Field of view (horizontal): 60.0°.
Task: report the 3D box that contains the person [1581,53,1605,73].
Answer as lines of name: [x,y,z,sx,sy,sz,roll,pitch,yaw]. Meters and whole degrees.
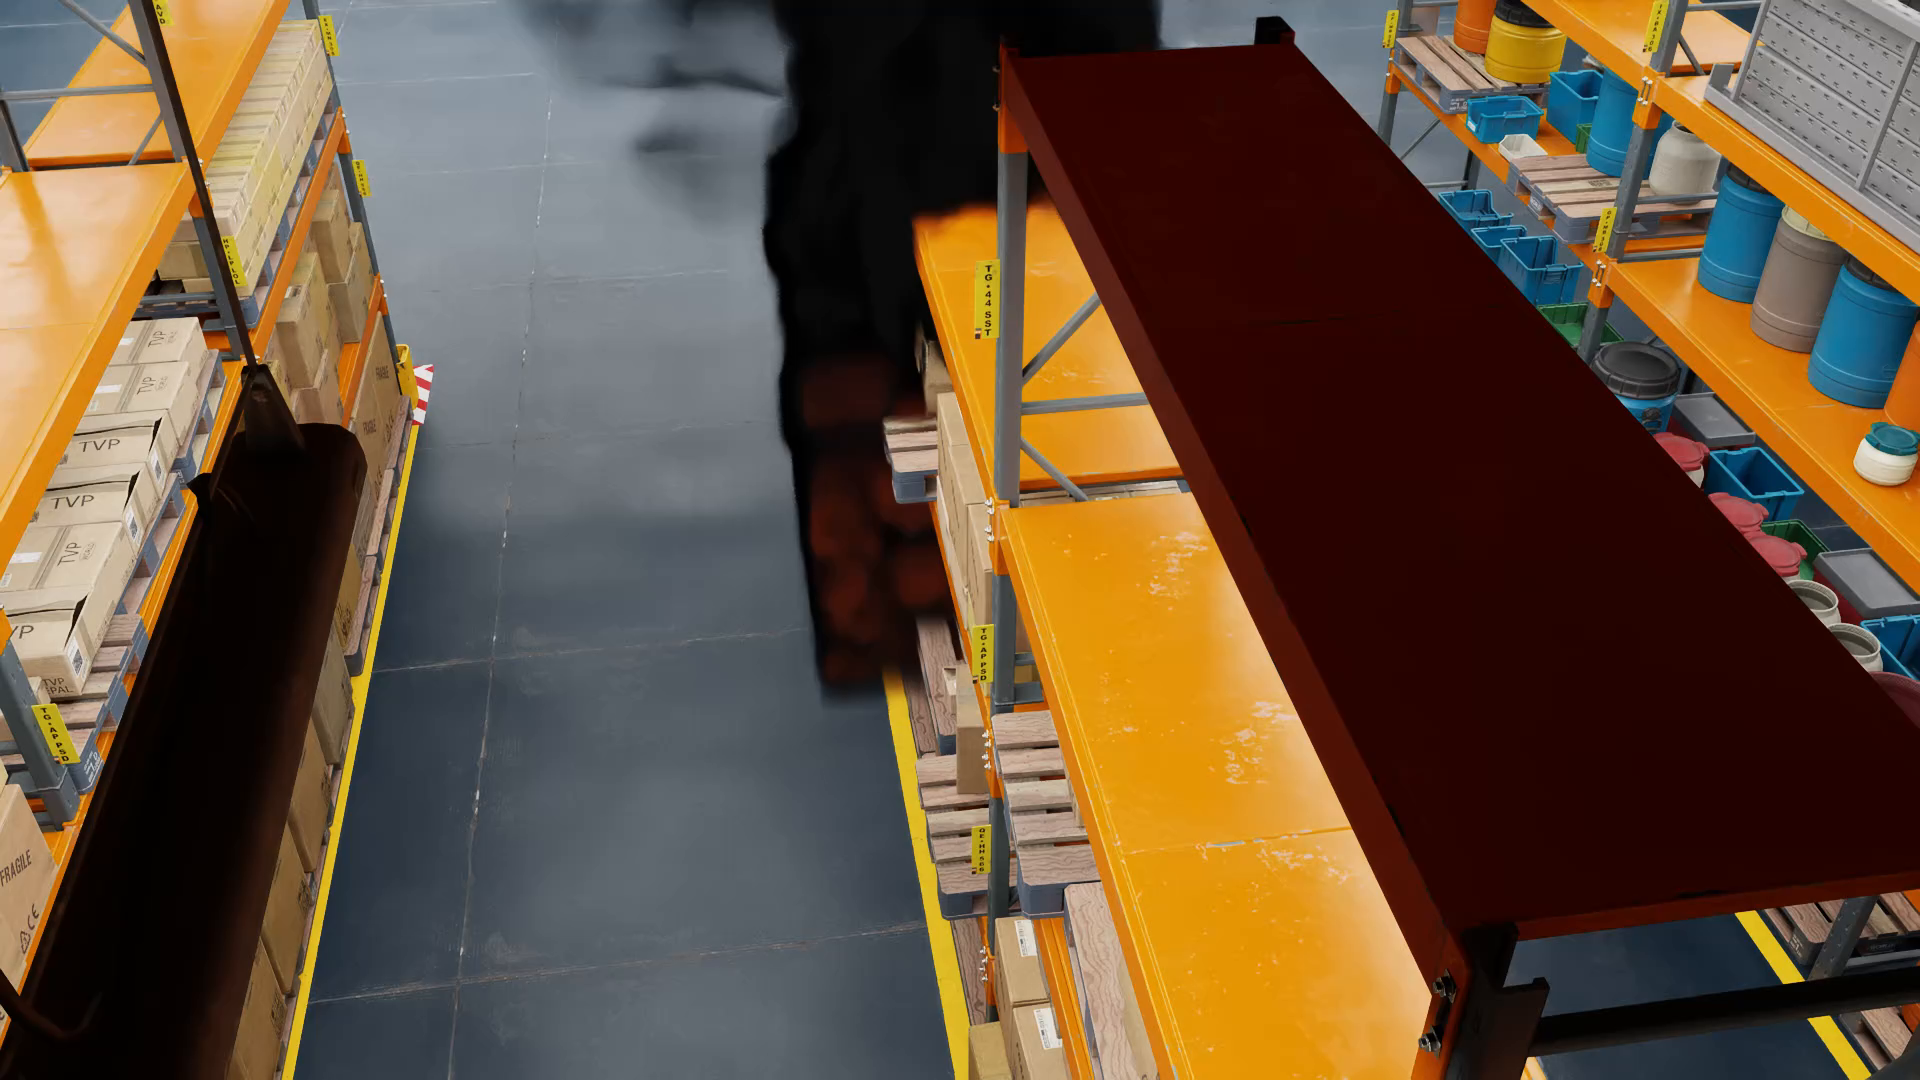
person: [6.771,-4.460,18.132,0.744,1.752,0.589,11,38,15]
